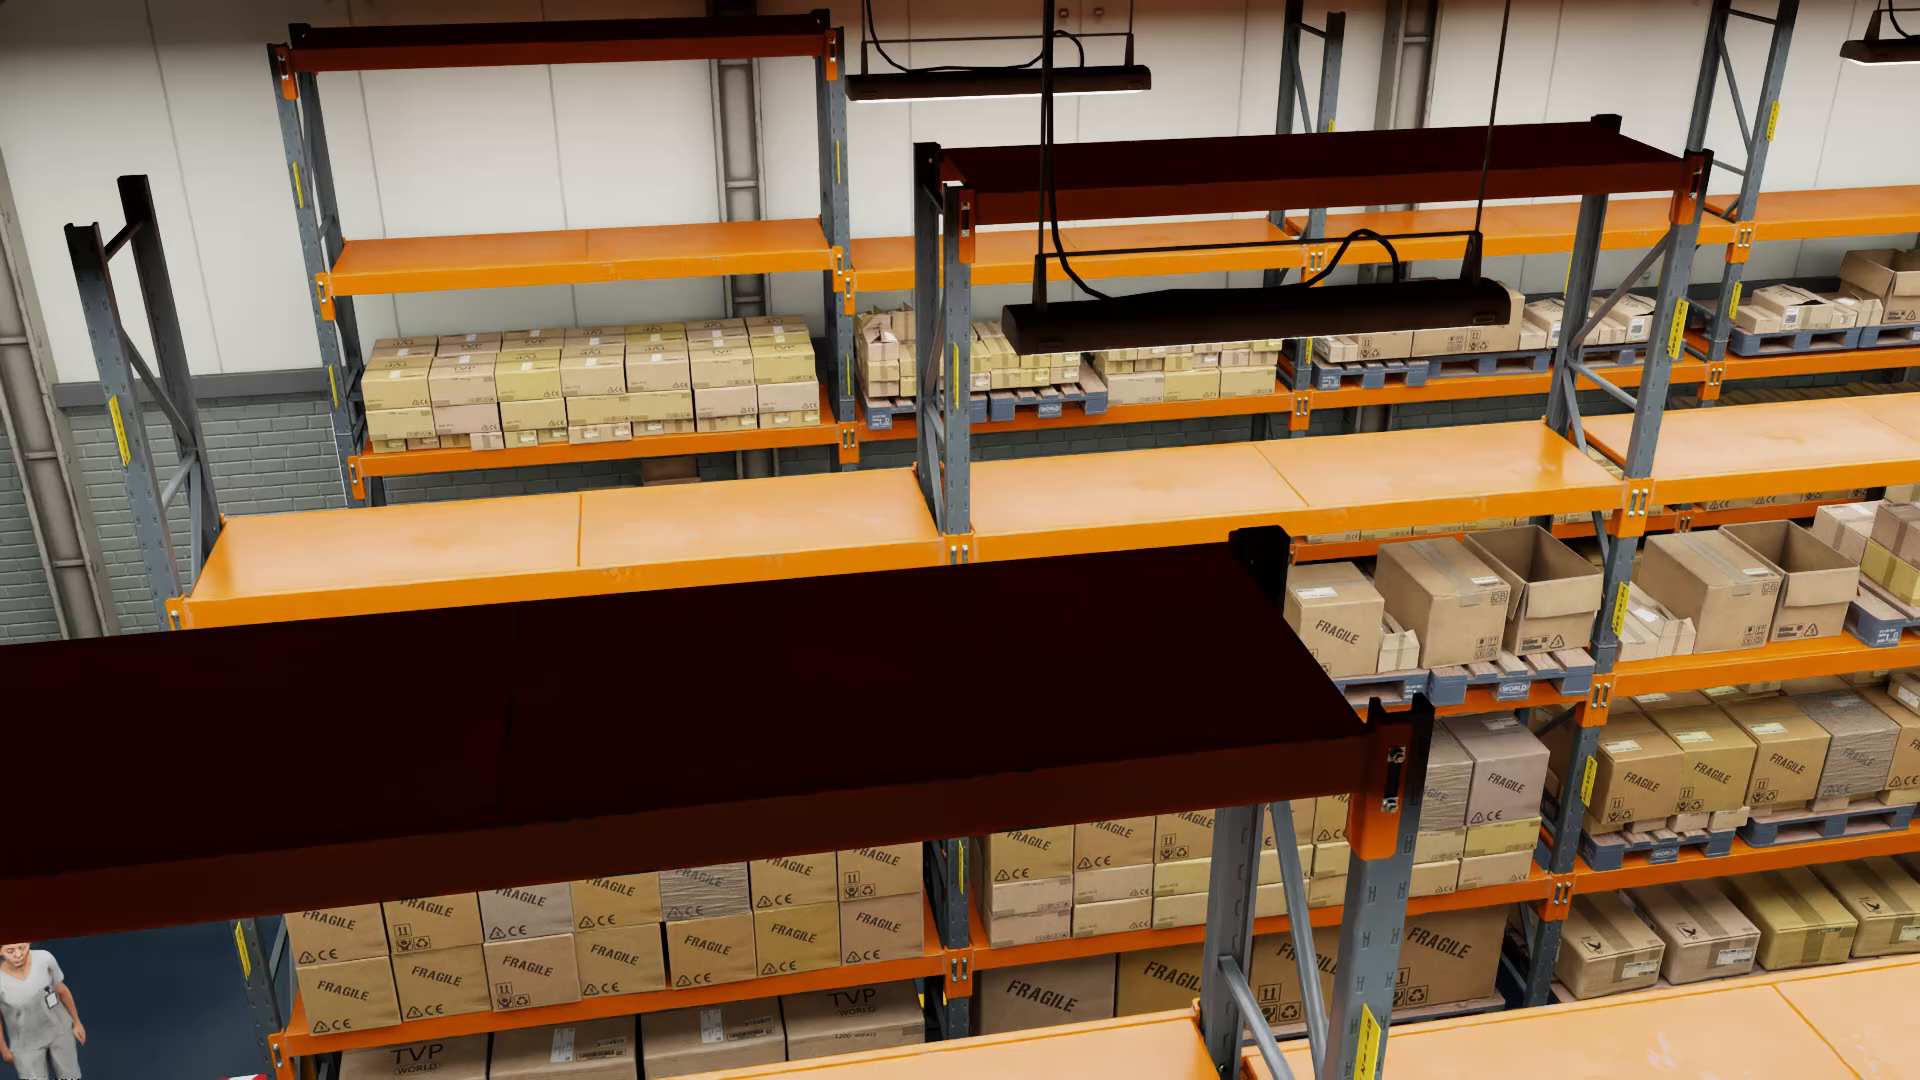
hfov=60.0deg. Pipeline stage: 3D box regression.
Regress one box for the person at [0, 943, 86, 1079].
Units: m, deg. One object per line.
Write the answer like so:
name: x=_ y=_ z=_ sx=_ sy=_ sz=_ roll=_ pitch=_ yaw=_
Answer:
person: x=-5.620 y=3.011 z=10.126 sx=0.555 sy=1.663 sz=0.457 roll=21 pitch=33 yaw=36
